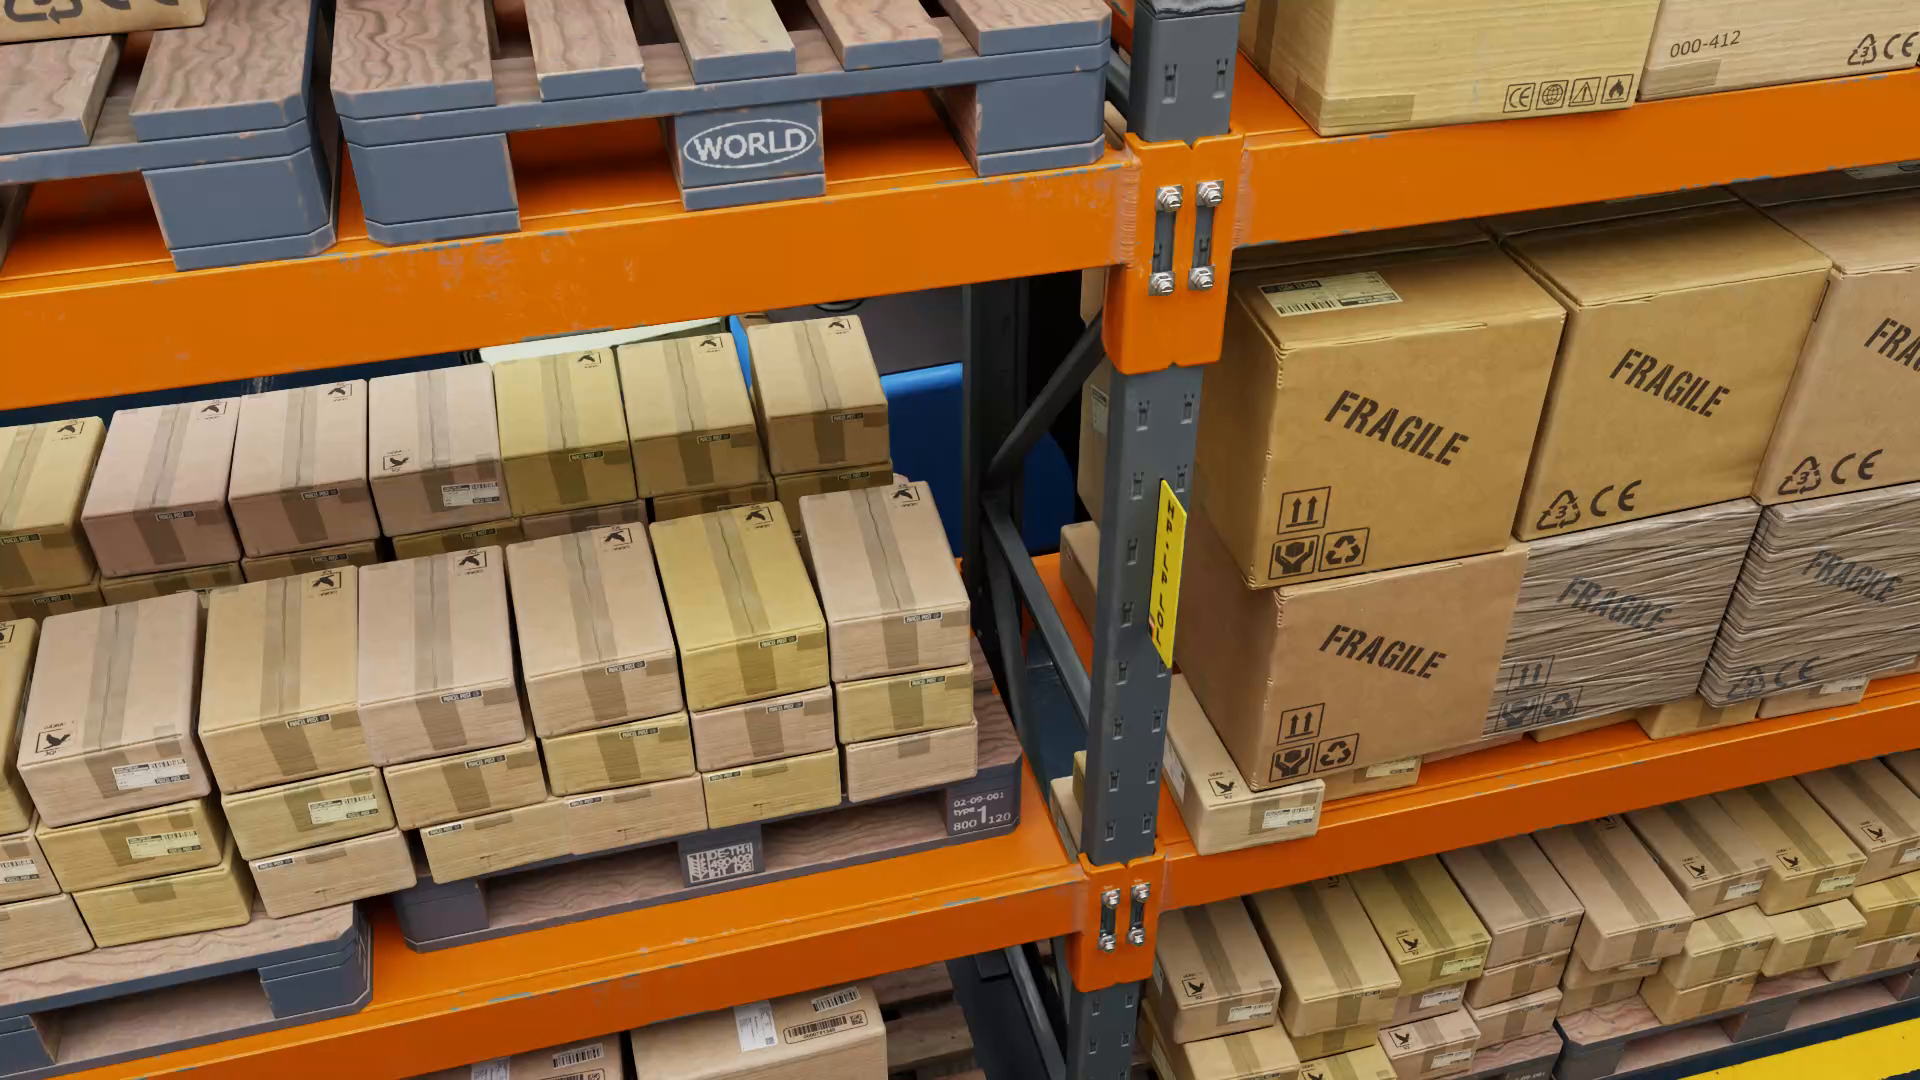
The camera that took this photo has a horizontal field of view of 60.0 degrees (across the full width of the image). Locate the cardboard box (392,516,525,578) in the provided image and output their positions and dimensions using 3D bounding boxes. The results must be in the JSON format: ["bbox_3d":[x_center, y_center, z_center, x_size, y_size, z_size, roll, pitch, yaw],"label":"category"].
[{"bbox_3d":[-1.057,-0.073,3.493,0.250,0.149,0.380,-11,39,-14],"label":"cardboard box"}]

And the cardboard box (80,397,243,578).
[{"bbox_3d":[-1.555,-0.110,3.297,0.250,0.149,0.380,-8,38,-10],"label":"cardboard box"}]

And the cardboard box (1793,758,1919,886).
[{"bbox_3d":[2.340,0.700,4.377,0.250,0.149,0.380,-11,39,-13],"label":"cardboard box"}]

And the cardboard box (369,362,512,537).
[{"bbox_3d":[-1.065,-0.191,3.402,0.250,0.149,0.380,-10,38,-13],"label":"cardboard box"}]

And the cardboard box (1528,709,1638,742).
[{"bbox_3d":[1.289,0.245,3.668,0.250,0.149,0.380,-11,39,-14],"label":"cardboard box"}]

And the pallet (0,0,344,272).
[{"bbox_3d":[-1.431,-0.721,2.409,1.003,0.211,1.213,-9,38,-12],"label":"pallet"}]

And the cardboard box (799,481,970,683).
[{"bbox_3d":[-0.144,0.070,3.062,0.250,0.149,0.380,-8,38,-10],"label":"cardboard box"}]

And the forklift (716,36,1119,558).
[{"bbox_3d":[0.653,-1.296,5.532,3.031,2.935,1.130,-12,39,-15],"label":"forklift"}]

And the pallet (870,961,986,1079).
[{"bbox_3d":[-0.558,1.427,4.211,1.213,0.211,1.003,-9,38,-12],"label":"pallet"}]

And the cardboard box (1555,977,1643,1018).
[{"bbox_3d":[1.594,1.046,4.414,0.250,0.149,0.380,-11,39,-14],"label":"cardboard box"}]

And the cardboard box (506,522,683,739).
[{"bbox_3d":[-0.653,0.152,2.953,0.250,0.149,0.380,-11,39,-13],"label":"cardboard box"}]

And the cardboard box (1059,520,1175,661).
[{"bbox_3d":[0.408,0.112,3.841,0.250,0.149,0.380,-10,38,-12],"label":"cardboard box"}]

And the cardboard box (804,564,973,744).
[{"bbox_3d":[-0.140,0.189,3.151,0.250,0.149,0.380,-8,38,-11],"label":"cardboard box"}]

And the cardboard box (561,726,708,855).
[{"bbox_3d":[-0.630,0.387,3.137,0.250,0.149,0.380,-9,38,-12],"label":"cardboard box"}]

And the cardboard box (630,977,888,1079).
[{"bbox_3d":[-0.460,0.989,3.582,0.500,0.250,0.500,-10,39,-13],"label":"cardboard box"}]

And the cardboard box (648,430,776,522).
[{"bbox_3d":[-0.557,-0.155,3.601,0.250,0.149,0.380,-10,39,-13],"label":"cardboard box"}]

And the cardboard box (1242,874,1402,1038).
[{"bbox_3d":[0.861,0.982,4.008,0.250,0.149,0.380,-8,38,-10],"label":"cardboard box"}]

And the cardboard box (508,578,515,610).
[{"bbox_3d":[-1.058,0.044,3.584,0.250,0.149,0.380,-9,38,-11],"label":"cardboard box"}]

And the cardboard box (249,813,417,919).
[{"bbox_3d":[-1.140,0.474,3.023,0.250,0.149,0.380,-11,39,-14],"label":"cardboard box"}]

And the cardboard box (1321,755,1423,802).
[{"bbox_3d":[0.782,0.357,3.521,0.250,0.149,0.380,-8,38,-11],"label":"cardboard box"}]

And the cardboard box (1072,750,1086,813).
[{"bbox_3d":[0.469,0.715,4.358,0.250,0.149,0.380,-8,38,-11],"label":"cardboard box"}]

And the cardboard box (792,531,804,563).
[{"bbox_3d":[-0.307,-0.080,3.746,0.250,0.149,0.380,-11,39,-14],"label":"cardboard box"}]

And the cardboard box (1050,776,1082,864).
[{"bbox_3d":[0.414,0.806,4.484,0.250,0.149,0.380,-9,38,-11],"label":"cardboard box"}]

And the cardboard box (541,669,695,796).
[{"bbox_3d":[-0.634,0.269,3.046,0.250,0.149,0.380,-8,38,-10],"label":"cardboard box"}]

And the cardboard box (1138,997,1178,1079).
[{"bbox_3d":[0.628,1.291,4.094,0.250,0.149,0.380,-11,39,-14],"label":"cardboard box"}]

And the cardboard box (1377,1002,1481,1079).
[{"bbox_3d":[1.112,1.179,4.241,0.250,0.149,0.380,-9,38,-12],"label":"cardboard box"}]

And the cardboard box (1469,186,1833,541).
[{"bbox_3d":[1.189,-0.380,3.128,0.500,0.500,0.500,-10,39,-13],"label":"cardboard box"}]

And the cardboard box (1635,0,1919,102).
[{"bbox_3d":[1.190,-0.940,2.665,0.500,0.250,0.500,-10,39,-13],"label":"cardboard box"}]

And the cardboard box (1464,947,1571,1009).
[{"bbox_3d":[1.335,0.979,4.257,0.250,0.149,0.380,-11,39,-14],"label":"cardboard box"}]

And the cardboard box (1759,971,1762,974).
[{"bbox_3d":[2.104,0.975,4.507,0.250,0.149,0.380,-8,38,-11],"label":"cardboard box"}]

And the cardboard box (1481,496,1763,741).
[{"bbox_3d":[1.213,0.024,3.423,0.500,0.500,0.500,-9,38,-12],"label":"cardboard box"}]

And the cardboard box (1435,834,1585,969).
[{"bbox_3d":[1.338,0.859,4.170,0.250,0.149,0.380,-10,39,-13],"label":"cardboard box"}]

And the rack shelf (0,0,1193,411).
[{"bbox_3d":[-1.738,-0.394,2.420,4.000,0.370,1.077,-9,38,-12],"label":"rack shelf"}]

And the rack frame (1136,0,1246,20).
[{"bbox_3d":[0.193,-2.188,1.704,0.127,3.000,1.000,-9,38,-12],"label":"rack frame"}]

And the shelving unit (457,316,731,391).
[{"bbox_3d":[-1.115,-0.239,5.328,0.755,1.500,0.431,-16,40,-19],"label":"shelving unit"}]

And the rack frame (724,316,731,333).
[{"bbox_3d":[-0.783,-0.332,5.450,0.023,1.500,0.400,-16,40,-19],"label":"rack frame"}]

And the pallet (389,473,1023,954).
[{"bbox_3d":[-0.583,0.307,3.538,1.213,0.211,1.003,-9,38,-12],"label":"pallet"}]

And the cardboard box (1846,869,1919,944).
[{"bbox_3d":[2.369,0.862,4.410,0.250,0.149,0.380,-7,38,-10],"label":"cardboard box"}]

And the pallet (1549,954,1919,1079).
[{"bbox_3d":[2.012,0.980,4.795,1.213,0.211,1.003,-9,38,-12],"label":"pallet"}]

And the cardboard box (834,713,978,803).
[{"bbox_3d":[-0.139,0.307,3.241,0.250,0.149,0.380,-10,39,-13],"label":"cardboard box"}]

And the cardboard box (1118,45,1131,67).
[{"bbox_3d":[0.524,-2.254,8.130,0.875,0.875,0.875,-9,38,-12],"label":"cardboard box"}]

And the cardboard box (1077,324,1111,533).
[{"bbox_3d":[0.586,-0.205,3.723,0.500,0.500,0.500,-9,38,-12],"label":"cardboard box"}]

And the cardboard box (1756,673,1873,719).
[{"bbox_3d":[1.810,0.205,3.721,0.250,0.149,0.380,-8,38,-10],"label":"cardboard box"}]

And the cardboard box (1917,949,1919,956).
[{"bbox_3d":[2.637,0.948,4.543,0.250,0.149,0.380,-11,39,-14],"label":"cardboard box"}]

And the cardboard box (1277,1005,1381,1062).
[{"bbox_3d":[0.847,1.080,4.126,0.250,0.149,0.380,-9,38,-12],"label":"cardboard box"}]

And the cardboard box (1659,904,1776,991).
[{"bbox_3d":[1.866,0.946,4.300,0.250,0.149,0.380,-10,38,-12],"label":"cardboard box"}]

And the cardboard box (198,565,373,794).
[{"bbox_3d":[-1.144,0.231,2.851,0.250,0.149,0.380,-11,39,-13],"label":"cardboard box"}]

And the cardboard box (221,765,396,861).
[{"bbox_3d":[-1.148,0.355,2.934,0.250,0.149,0.380,-11,39,-14],"label":"cardboard box"}]

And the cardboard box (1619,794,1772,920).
[{"bbox_3d":[1.847,0.775,4.280,0.250,0.149,0.380,-11,39,-14],"label":"cardboard box"}]

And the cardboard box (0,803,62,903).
[{"bbox_3d":[-1.647,0.435,2.829,0.250,0.149,0.380,-8,38,-10],"label":"cardboard box"}]

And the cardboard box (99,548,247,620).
[{"bbox_3d":[-1.573,0.013,3.380,0.250,0.149,0.380,-10,39,-13],"label":"cardboard box"}]

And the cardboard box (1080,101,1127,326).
[{"bbox_3d":[0.576,-0.593,3.407,0.500,0.500,0.500,-11,39,-14],"label":"cardboard box"}]

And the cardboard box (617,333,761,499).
[{"bbox_3d":[-0.575,-0.268,3.503,0.250,0.149,0.380,-8,38,-11],"label":"cardboard box"}]

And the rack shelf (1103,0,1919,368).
[{"bbox_3d":[2.124,-1.028,3.248,4.000,0.370,1.077,-9,38,-12],"label":"rack shelf"}]

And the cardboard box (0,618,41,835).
[{"bbox_3d":[-1.662,0.319,2.735,0.250,0.149,0.380,-10,39,-13],"label":"cardboard box"}]

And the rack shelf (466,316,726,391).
[{"bbox_3d":[-1.115,-0.549,5.091,0.720,0.370,0.431,-16,40,-19],"label":"rack shelf"}]

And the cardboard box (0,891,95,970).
[{"bbox_3d":[-1.653,0.557,2.914,0.250,0.149,0.380,-11,39,-13],"label":"cardboard box"}]
